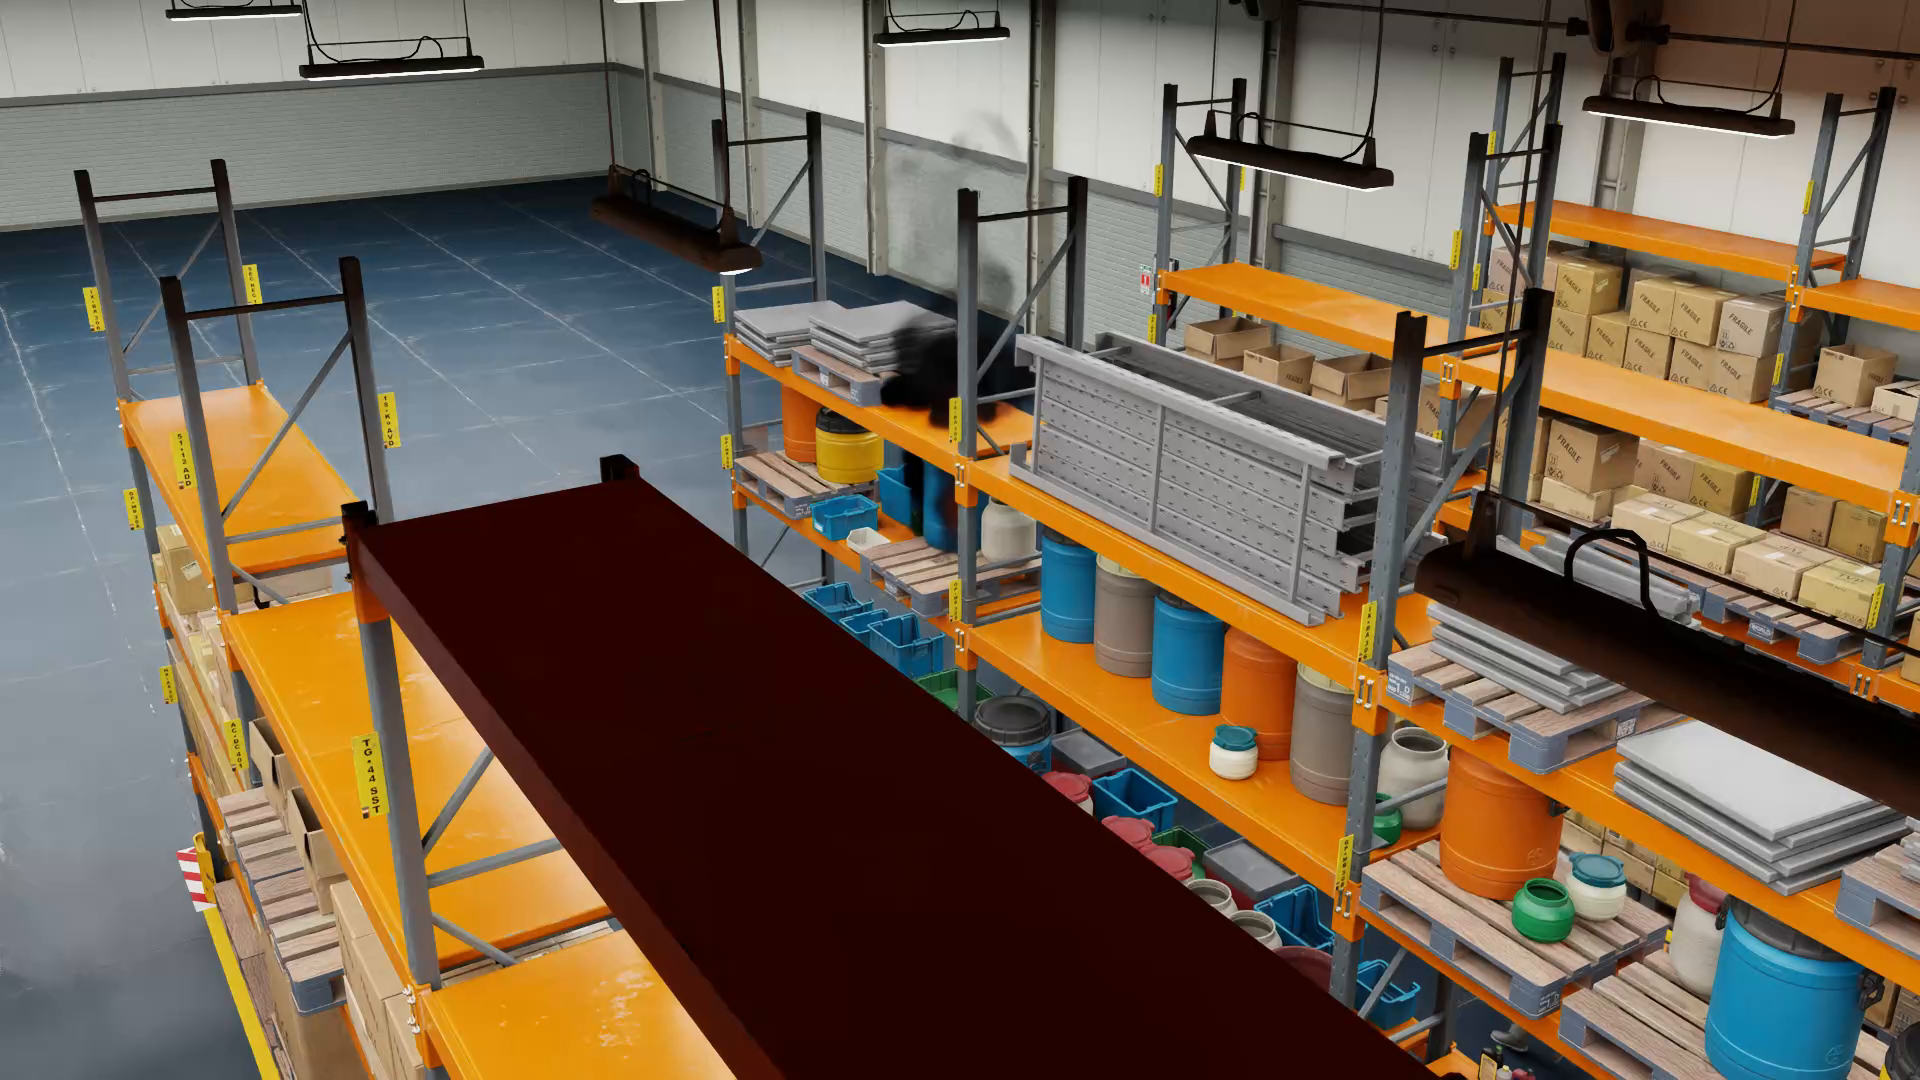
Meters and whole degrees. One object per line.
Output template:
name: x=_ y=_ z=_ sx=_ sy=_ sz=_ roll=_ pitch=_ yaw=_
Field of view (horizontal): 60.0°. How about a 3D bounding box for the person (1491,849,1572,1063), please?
person: x=4.201 y=2.978 z=11.781 sx=0.575 sy=1.671 sz=0.680 roll=-13 pitch=25 yaw=-30
